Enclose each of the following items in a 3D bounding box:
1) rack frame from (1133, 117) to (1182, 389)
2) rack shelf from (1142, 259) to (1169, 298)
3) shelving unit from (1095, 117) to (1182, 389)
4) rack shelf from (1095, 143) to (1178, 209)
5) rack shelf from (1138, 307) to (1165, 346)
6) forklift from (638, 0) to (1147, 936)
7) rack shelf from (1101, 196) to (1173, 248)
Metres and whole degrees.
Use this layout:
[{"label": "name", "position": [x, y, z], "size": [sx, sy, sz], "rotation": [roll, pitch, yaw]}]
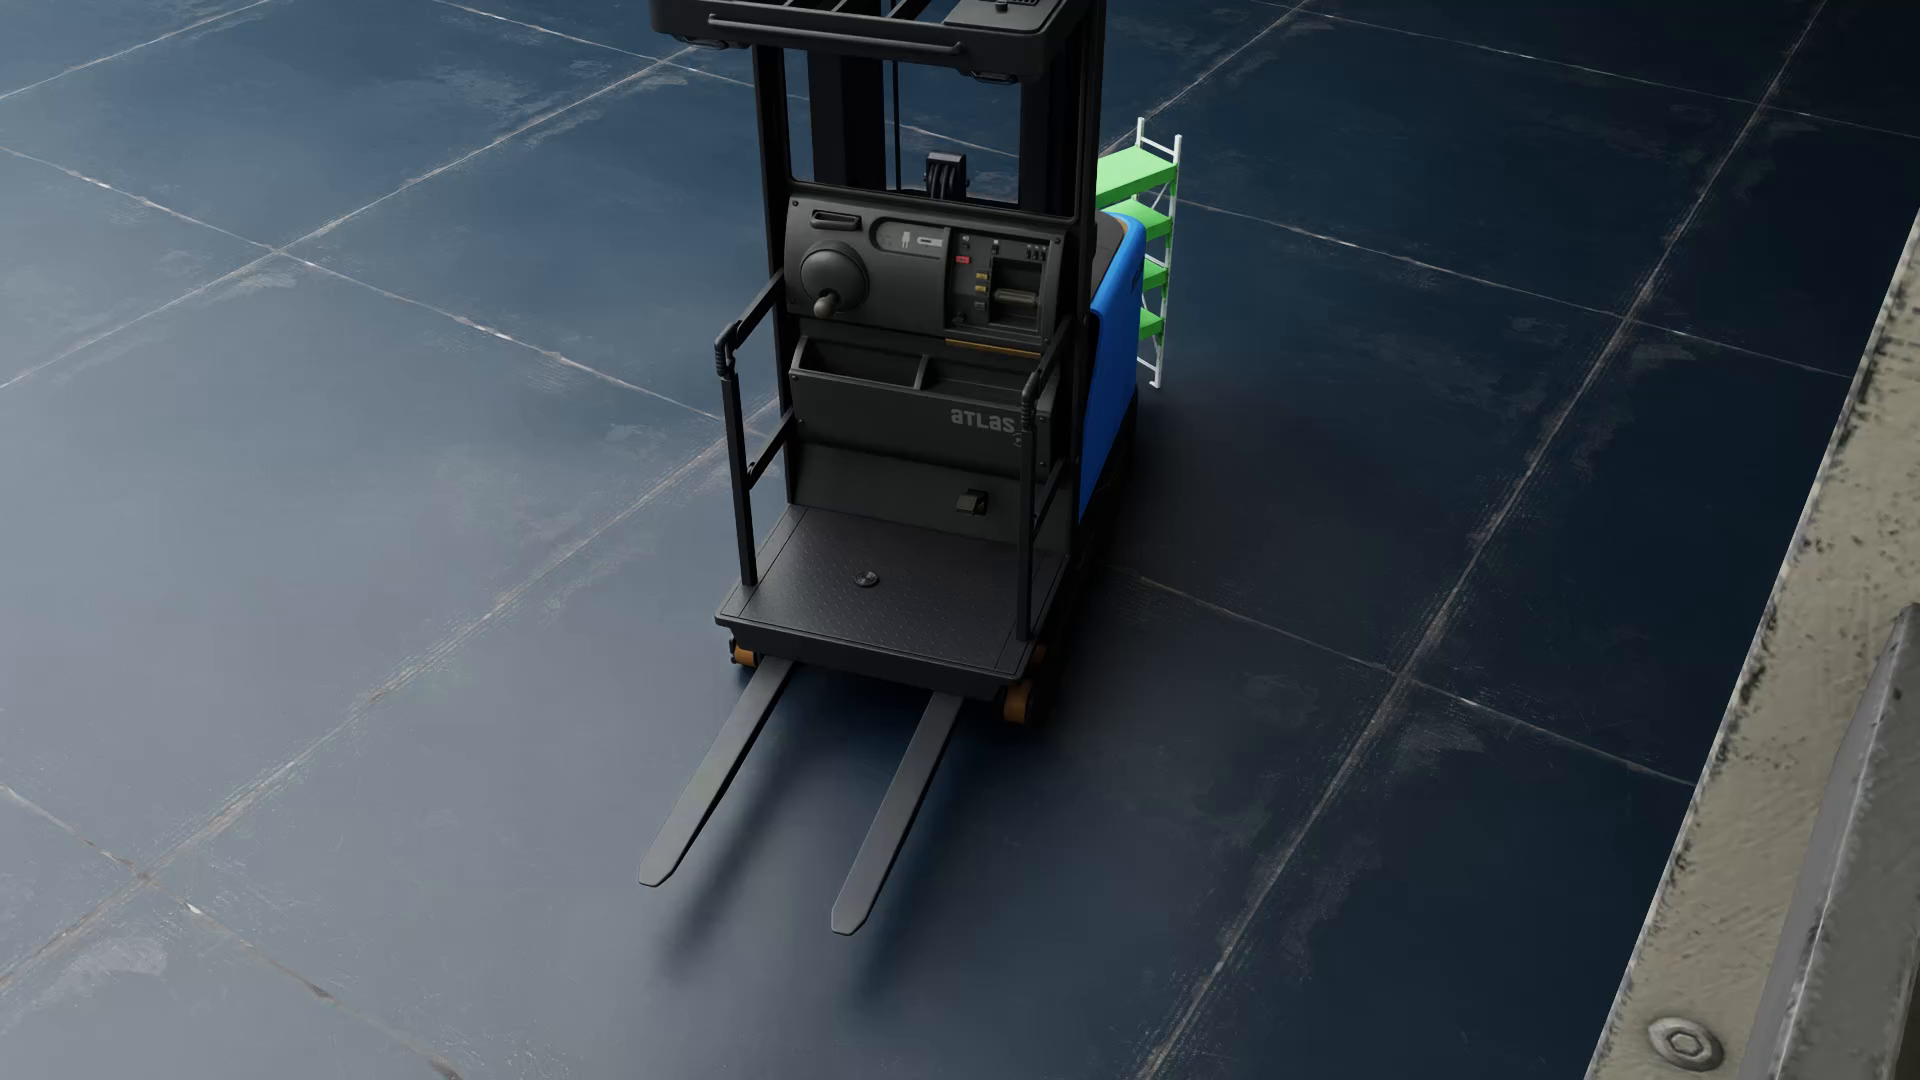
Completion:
[{"label": "rack frame", "position": [0.817, -1.215, 7.170], "size": [0.015, 1.200, 0.240], "rotation": [-26, 45, -30]}, {"label": "rack shelf", "position": [0.627, -1.071, 7.089], "size": [0.480, 0.148, 0.258], "rotation": [-26, 45, -30]}, {"label": "shelving unit", "position": [0.627, -1.122, 7.050], "size": [0.503, 1.200, 0.258], "rotation": [-26, 45, -30]}, {"label": "rack shelf", "position": [0.627, -1.451, 6.796], "size": [0.480, 0.148, 0.258], "rotation": [-26, 45, -30]}, {"label": "rack shelf", "position": [0.627, -0.881, 7.235], "size": [0.480, 0.148, 0.258], "rotation": [-26, 45, -30]}, {"label": "forklift", "position": [-0.184, -0.798, 5.212], "size": [1.130, 2.935, 3.031], "rotation": [11, 39, 14]}, {"label": "rack shelf", "position": [0.627, -1.261, 6.942], "size": [0.480, 0.148, 0.258], "rotation": [-26, 45, -30]}]
